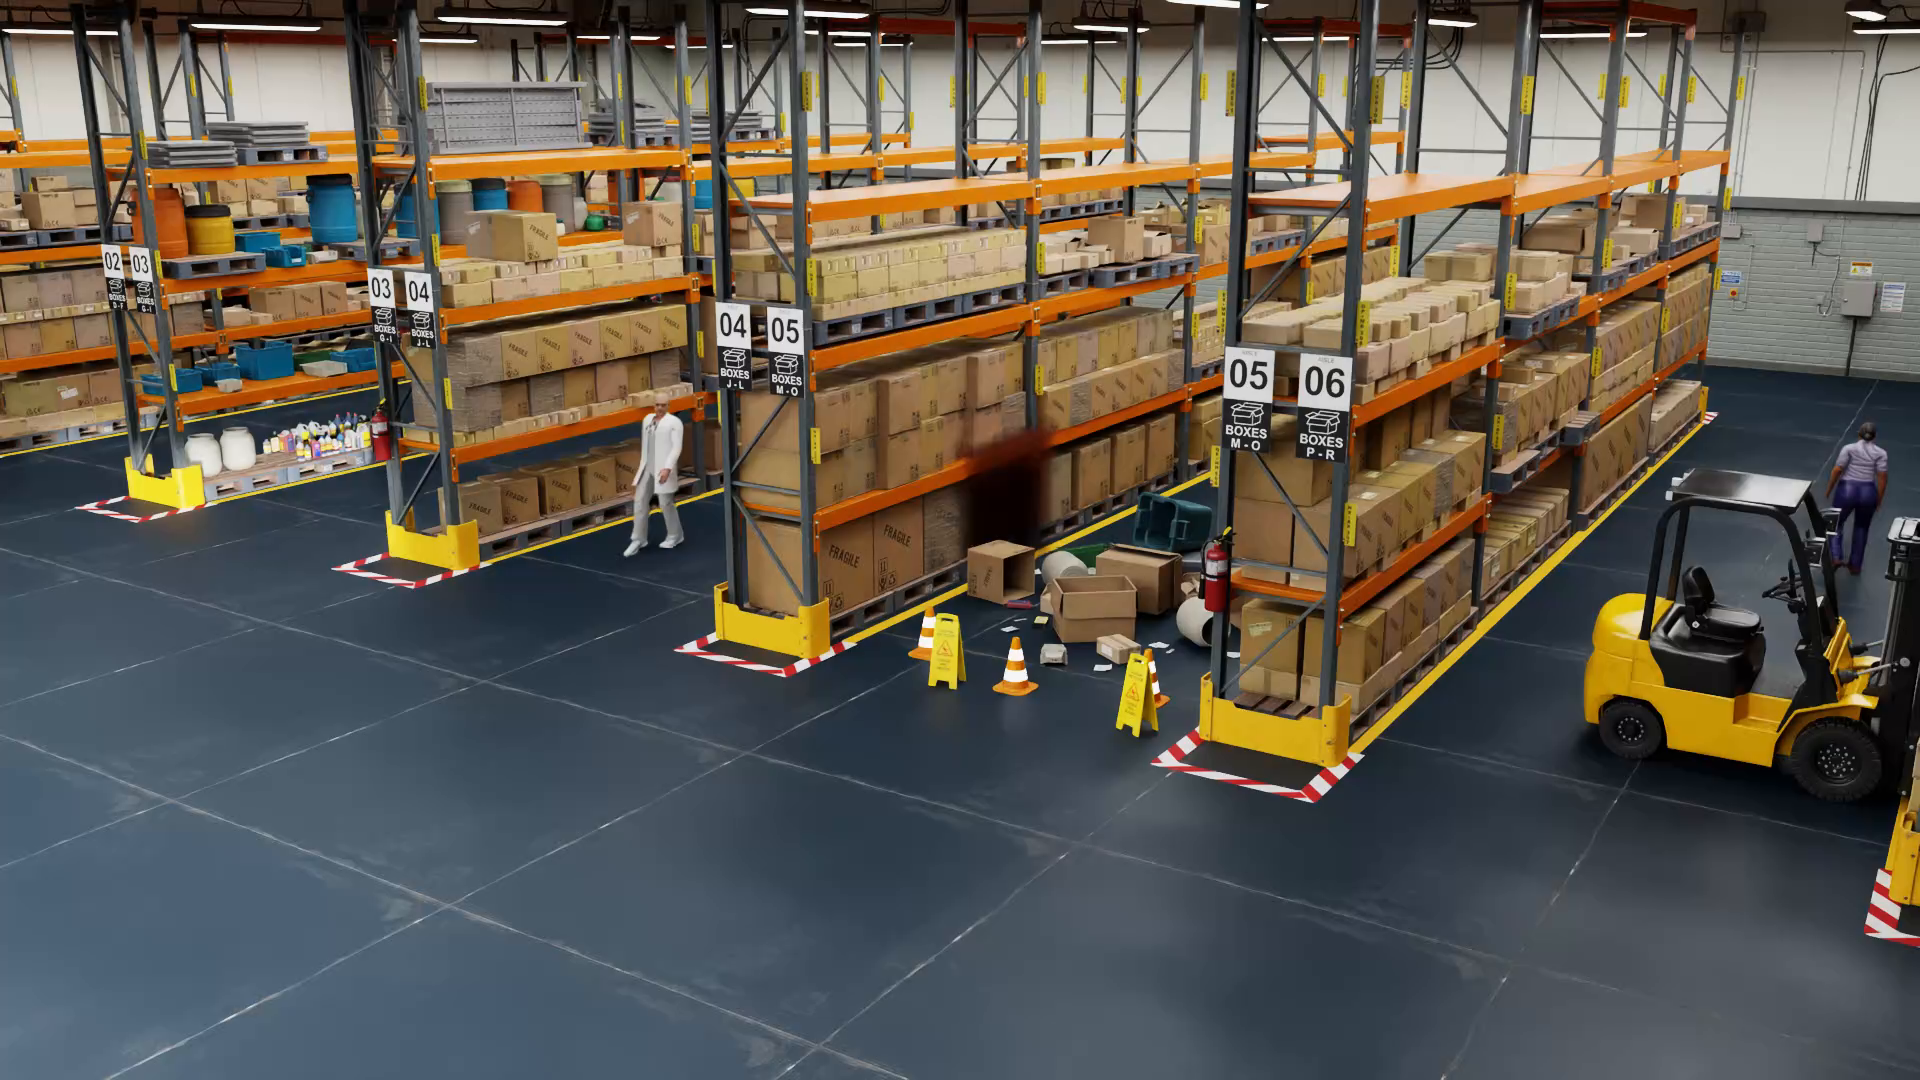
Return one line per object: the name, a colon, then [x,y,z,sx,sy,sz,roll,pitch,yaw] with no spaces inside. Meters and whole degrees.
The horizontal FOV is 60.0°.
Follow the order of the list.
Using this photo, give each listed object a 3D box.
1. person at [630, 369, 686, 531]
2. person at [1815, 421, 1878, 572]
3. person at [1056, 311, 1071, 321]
person: [-3.381,-1.007,18.640,0.609,1.794,0.647,-4,16,-14]
person: [9.597,-0.441,17.871,0.551,1.713,0.407,-8,18,-28]
person: [1.678,-2.892,26.536,0.390,1.722,0.522,2,16,9]
